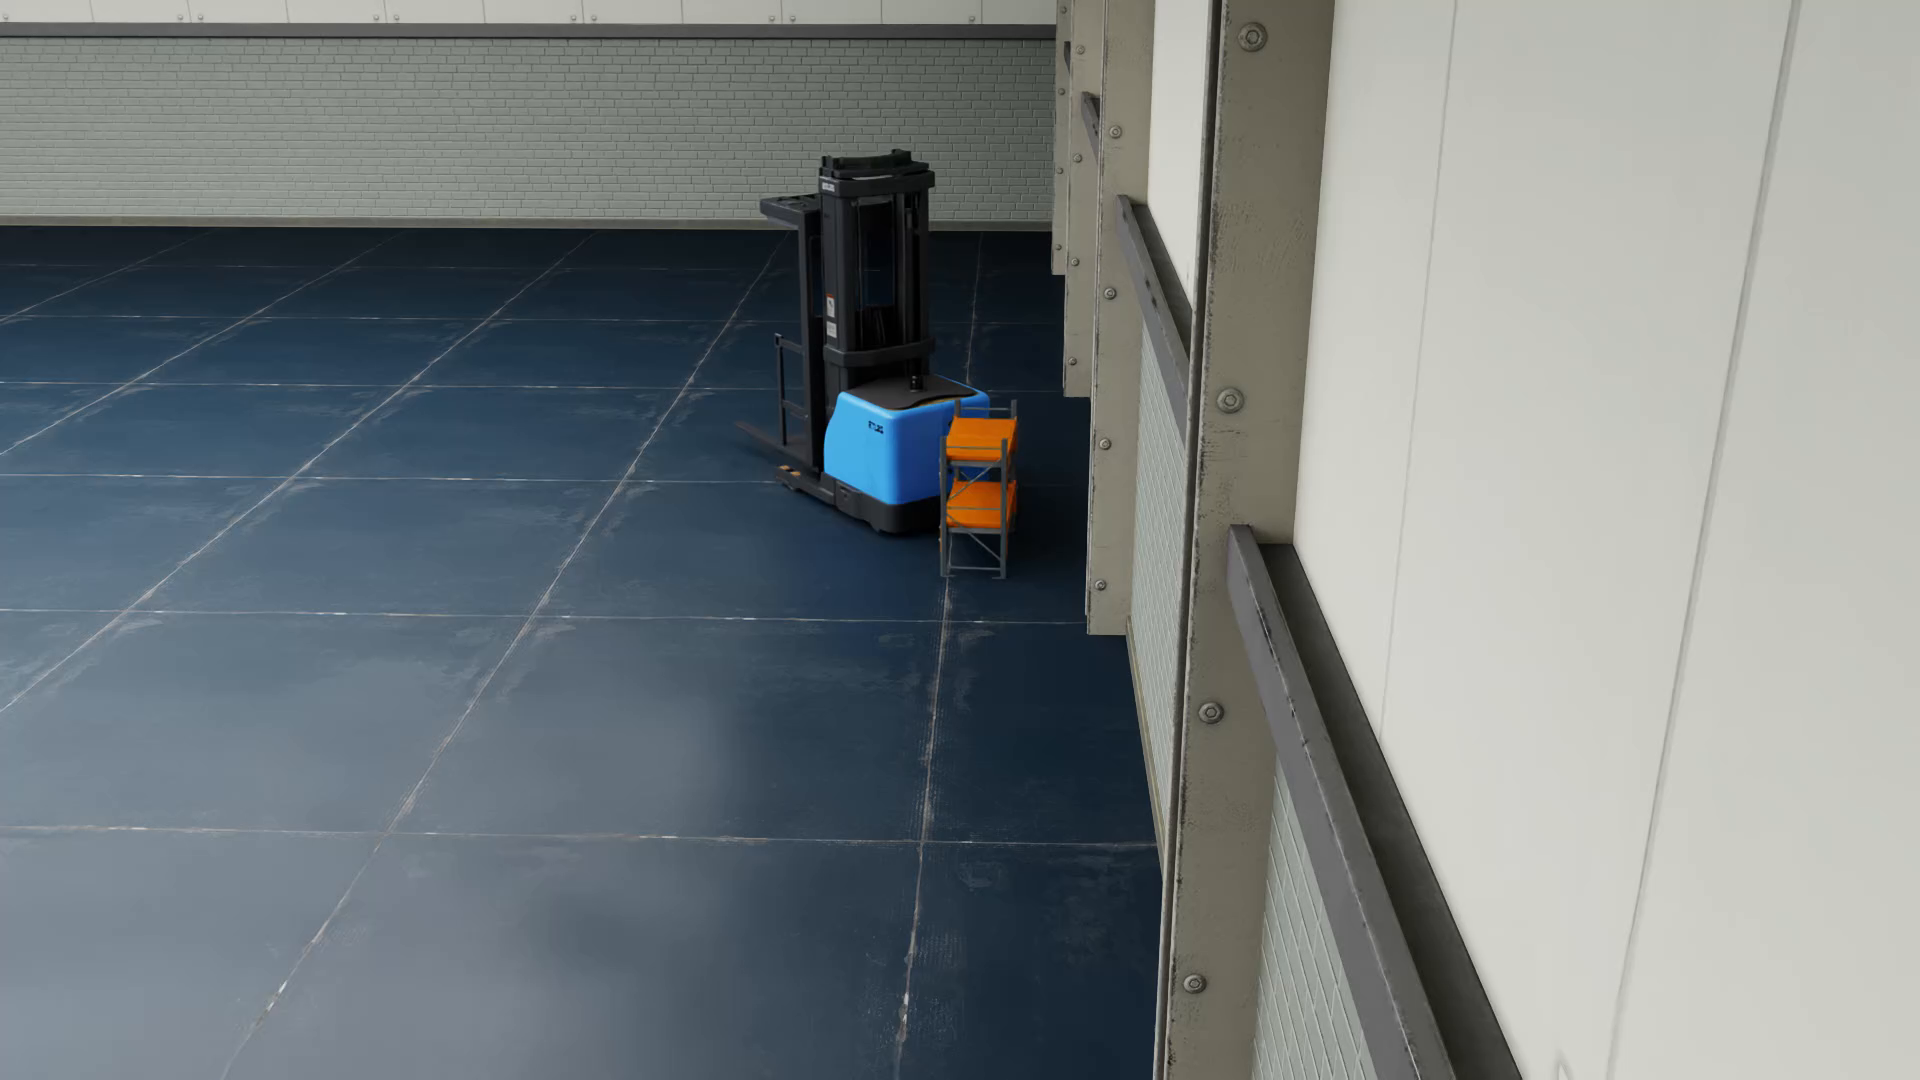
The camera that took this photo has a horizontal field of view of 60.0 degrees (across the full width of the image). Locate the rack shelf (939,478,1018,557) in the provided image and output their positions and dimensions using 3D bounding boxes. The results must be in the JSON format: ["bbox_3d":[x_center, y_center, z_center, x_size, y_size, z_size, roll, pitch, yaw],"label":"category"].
[{"bbox_3d":[0.156,-0.190,13.140,0.538,0.278,1.000,2,21,5],"label":"rack shelf"}]

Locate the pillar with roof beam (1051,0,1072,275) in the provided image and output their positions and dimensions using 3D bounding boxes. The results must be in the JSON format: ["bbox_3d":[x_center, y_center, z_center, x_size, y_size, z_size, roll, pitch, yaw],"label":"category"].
[{"bbox_3d":[-2.873,-7.981,21.658,9.100,9.000,0.400,1,21,2],"label":"pillar with roof beam"}]

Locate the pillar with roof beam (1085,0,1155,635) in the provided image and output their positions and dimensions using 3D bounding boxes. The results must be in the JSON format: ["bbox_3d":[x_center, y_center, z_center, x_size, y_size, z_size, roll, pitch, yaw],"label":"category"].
[{"bbox_3d":[-3.238,-3.642,10.476,9.100,9.000,0.400,1,21,2],"label":"pillar with roof beam"}]

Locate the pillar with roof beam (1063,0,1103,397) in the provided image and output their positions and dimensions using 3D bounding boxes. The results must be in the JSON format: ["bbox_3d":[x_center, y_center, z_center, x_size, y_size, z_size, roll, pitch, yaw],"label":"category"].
[{"bbox_3d":[-3.056,-5.812,16.067,9.100,9.000,0.400,1,21,2],"label":"pillar with roof beam"}]

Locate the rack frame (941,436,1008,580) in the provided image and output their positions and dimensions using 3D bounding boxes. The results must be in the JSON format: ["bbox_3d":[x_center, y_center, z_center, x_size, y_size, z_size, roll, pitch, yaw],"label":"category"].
[{"bbox_3d":[0.105,-0.235,12.580,0.500,1.125,0.032,2,21,5],"label":"rack frame"}]

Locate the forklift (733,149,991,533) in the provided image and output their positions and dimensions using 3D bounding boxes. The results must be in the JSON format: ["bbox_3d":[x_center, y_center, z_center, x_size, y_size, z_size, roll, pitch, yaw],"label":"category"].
[{"bbox_3d":[-1.003,-1.896,14.364,1.130,2.935,3.031,-14,25,-33],"label":"forklift"}]

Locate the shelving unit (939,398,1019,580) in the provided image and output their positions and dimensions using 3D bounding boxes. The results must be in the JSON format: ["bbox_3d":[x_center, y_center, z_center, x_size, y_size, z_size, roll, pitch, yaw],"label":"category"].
[{"bbox_3d":[0.156,-0.418,13.052,0.538,1.125,1.048,2,21,5],"label":"shelving unit"}]

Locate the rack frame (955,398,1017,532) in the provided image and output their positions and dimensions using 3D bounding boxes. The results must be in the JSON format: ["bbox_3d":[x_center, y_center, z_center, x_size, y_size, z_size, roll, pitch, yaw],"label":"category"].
[{"bbox_3d":[0.207,-0.601,13.523,0.500,1.125,0.032,2,21,5],"label":"rack frame"}]

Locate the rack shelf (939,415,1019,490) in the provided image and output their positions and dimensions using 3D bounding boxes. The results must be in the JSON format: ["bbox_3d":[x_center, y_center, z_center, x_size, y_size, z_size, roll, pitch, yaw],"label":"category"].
[{"bbox_3d":[0.156,-0.691,12.946,0.538,0.278,1.000,2,21,5],"label":"rack shelf"}]
